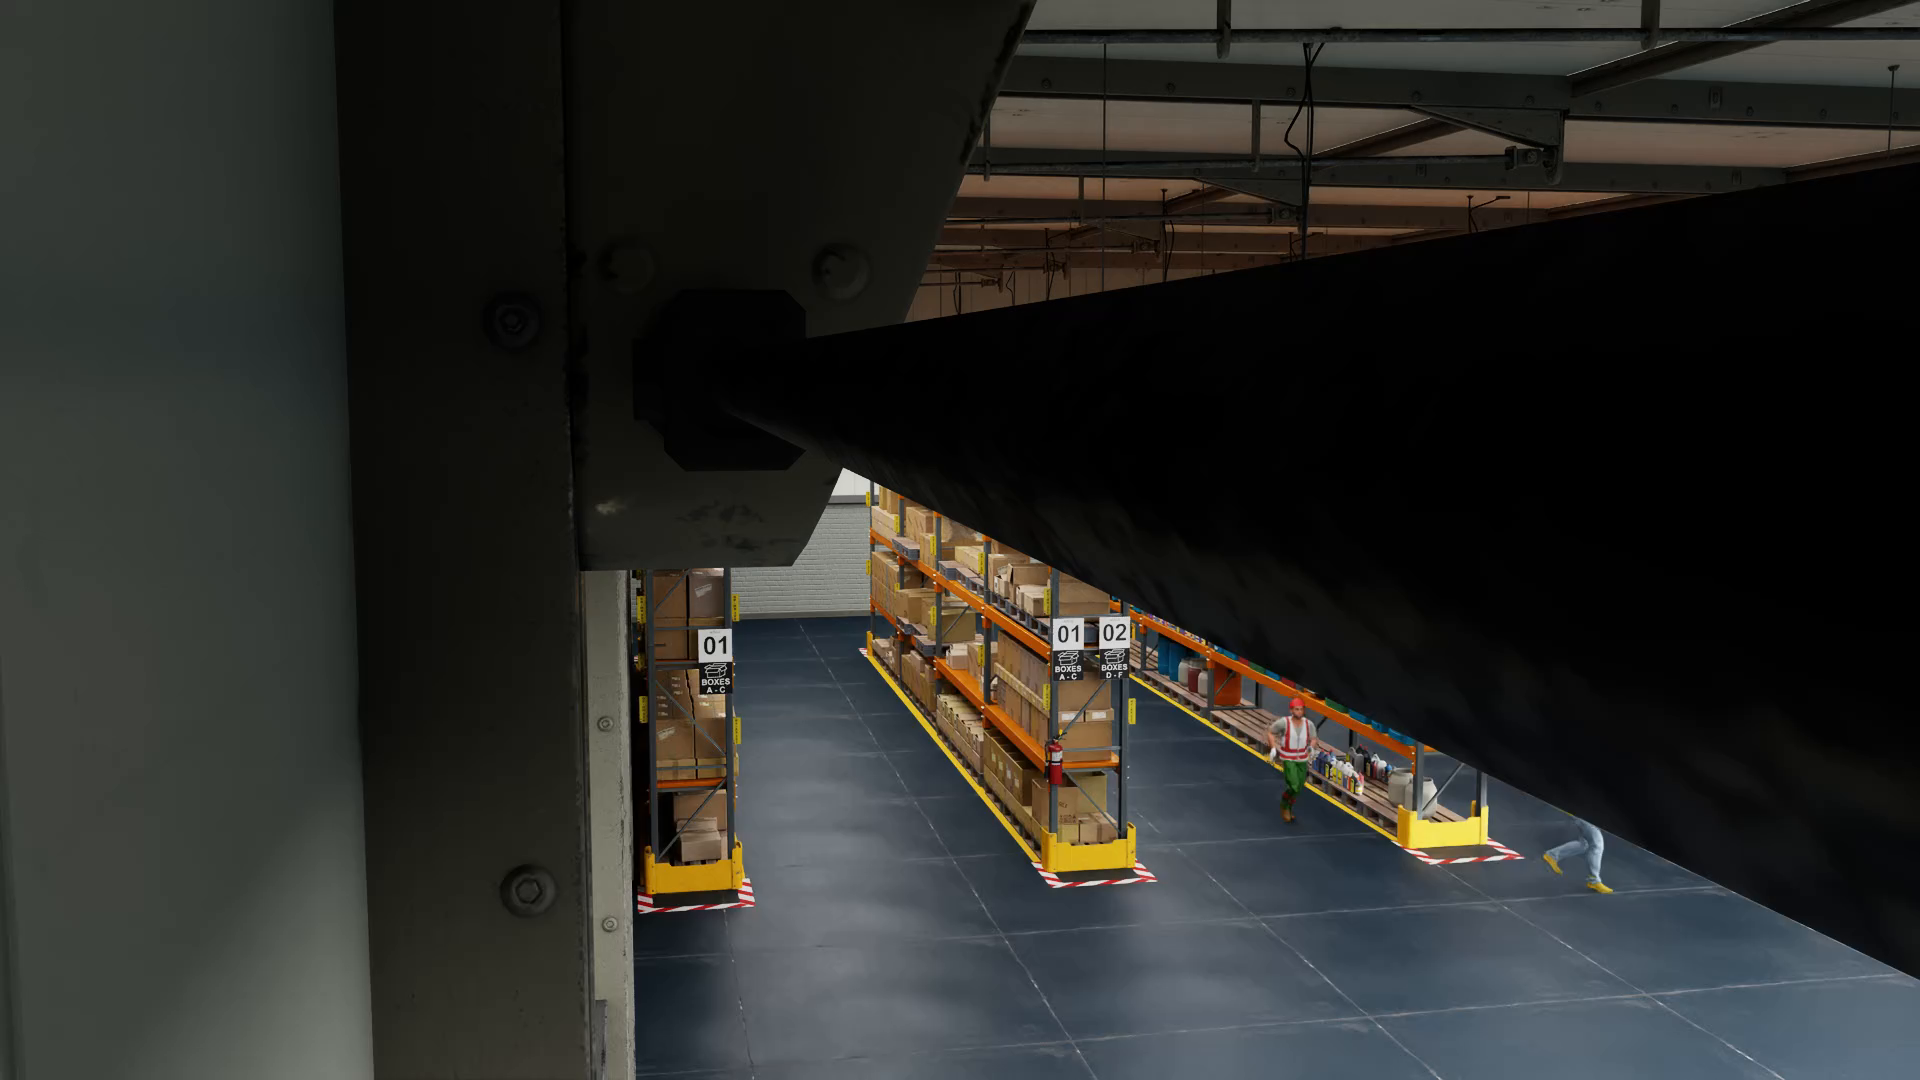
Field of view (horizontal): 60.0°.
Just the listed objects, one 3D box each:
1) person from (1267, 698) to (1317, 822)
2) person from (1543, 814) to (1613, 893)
[{"bbox_3d":[4.624,3.044,22.970,0.645,1.742,0.731,-1,6,-13],"label":"person"},{"bbox_3d":[7.545,3.346,20.218,0.834,1.776,0.713,3,7,29],"label":"person"}]
